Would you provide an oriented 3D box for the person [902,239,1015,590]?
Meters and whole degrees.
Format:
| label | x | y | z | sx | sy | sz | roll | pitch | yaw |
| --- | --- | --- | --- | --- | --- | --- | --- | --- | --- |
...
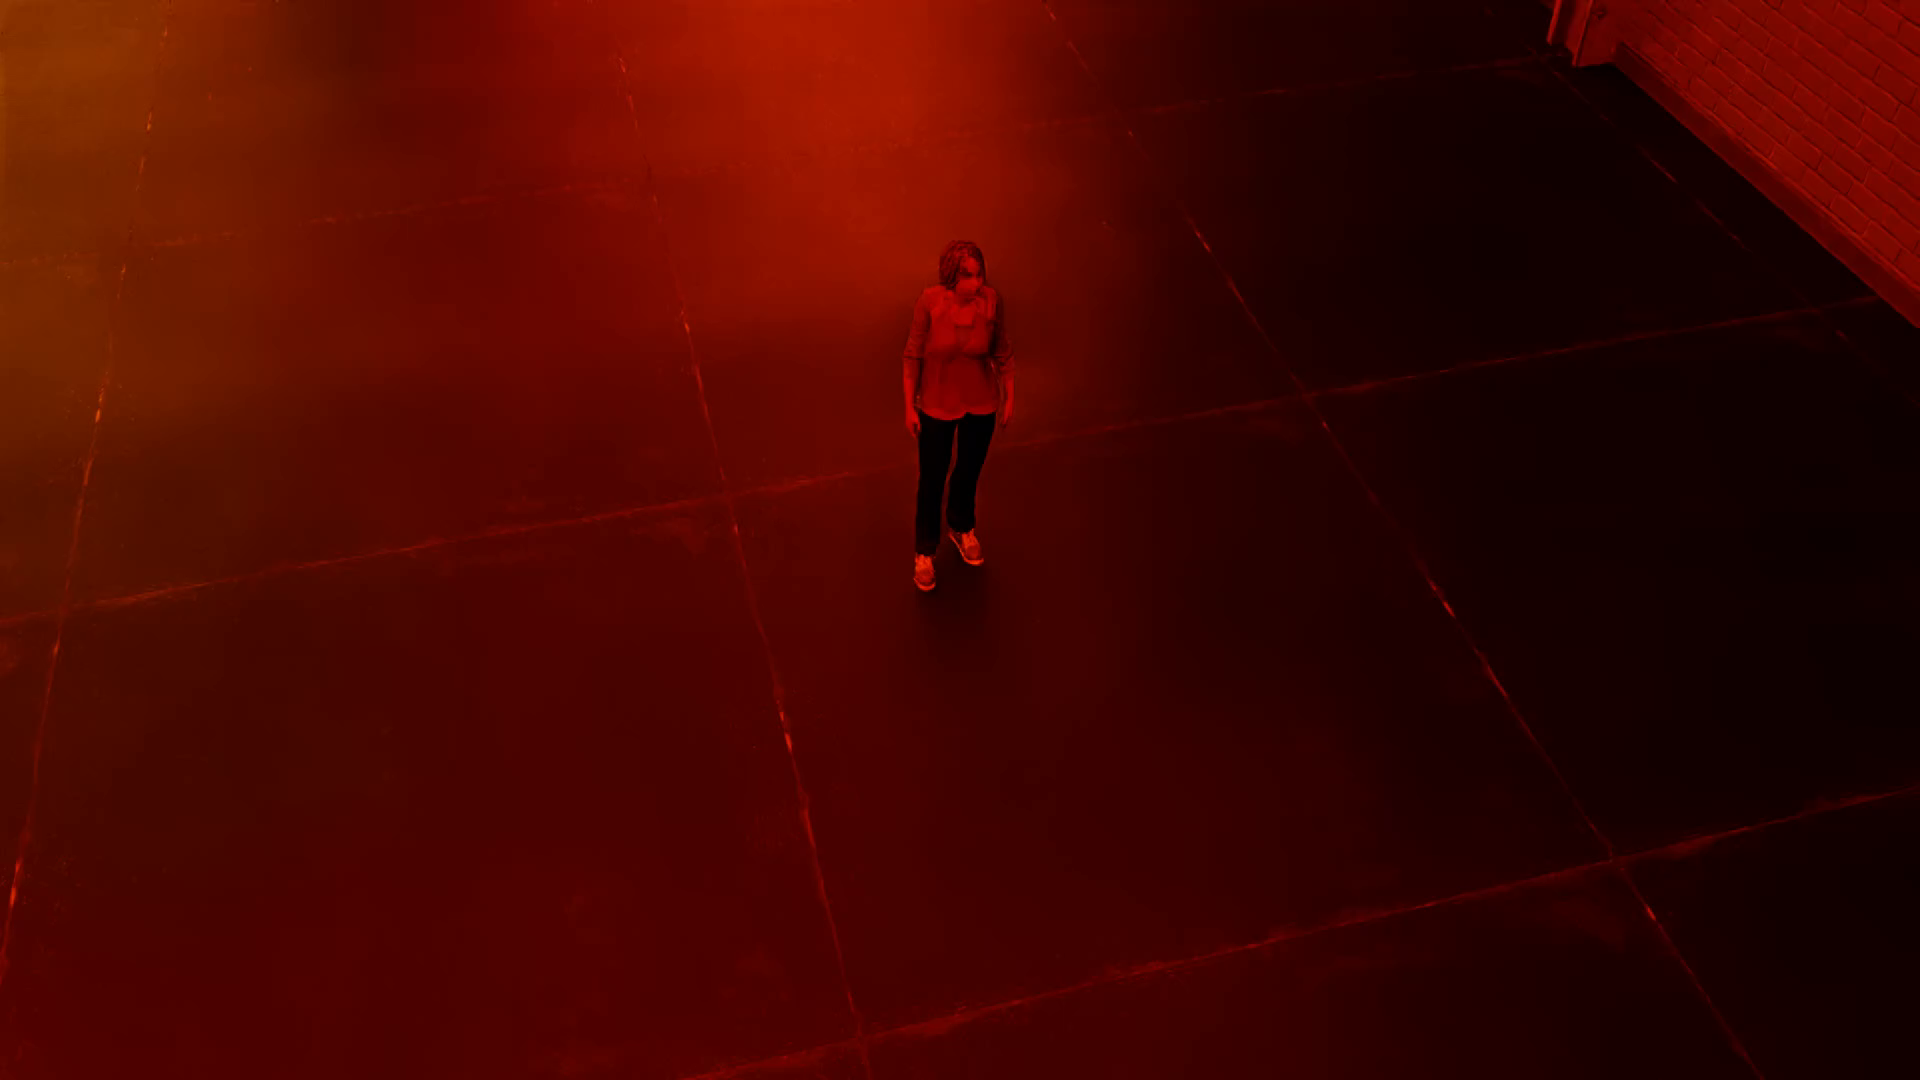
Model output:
| label | x | y | z | sx | sy | sz | roll | pitch | yaw |
| --- | --- | --- | --- | --- | --- | --- | --- | --- | --- |
| person | 0.006 | -0.534 | 7.171 | 0.520 | 1.597 | 0.474 | -10 | 44 | -11 |
